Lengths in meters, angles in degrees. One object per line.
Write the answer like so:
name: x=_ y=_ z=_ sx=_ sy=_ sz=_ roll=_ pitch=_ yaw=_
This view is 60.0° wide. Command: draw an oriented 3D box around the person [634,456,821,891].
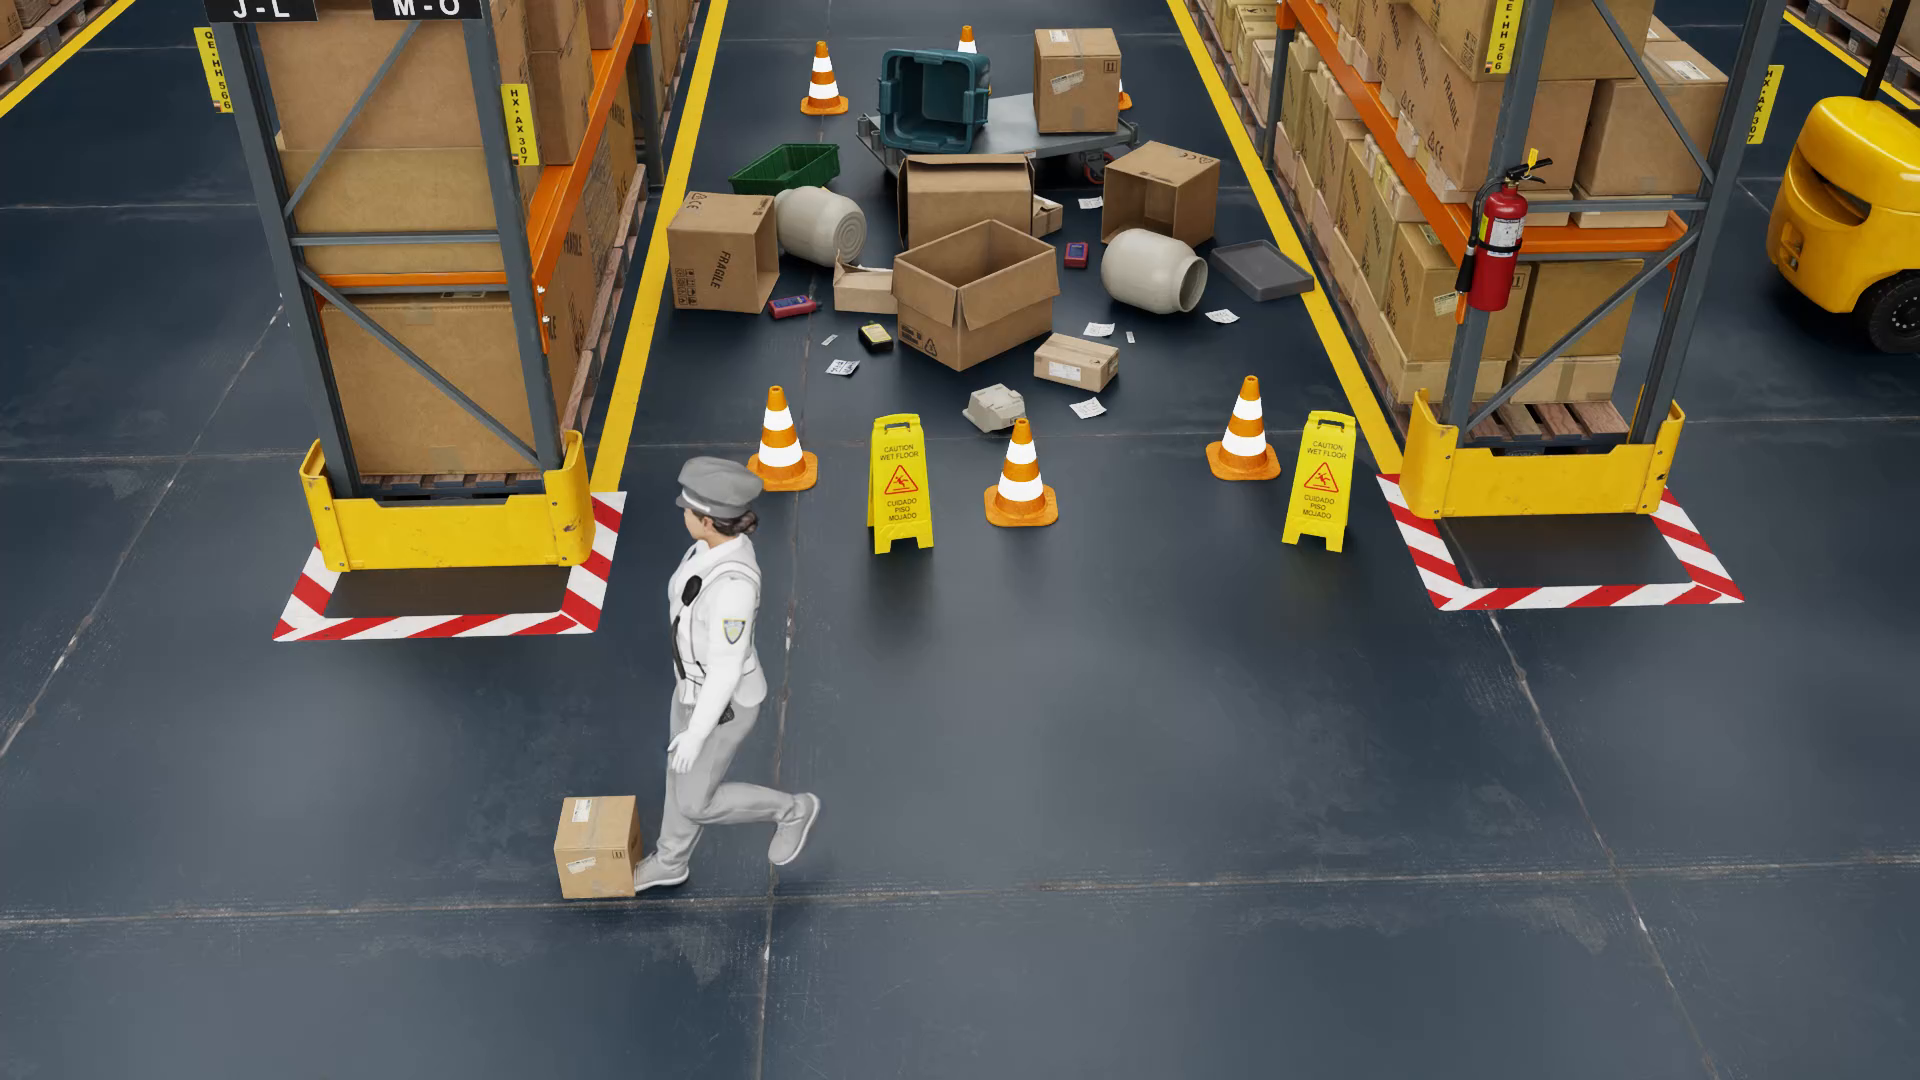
person: x=-0.867 y=0.505 z=5.435 sx=0.762 sy=1.641 sz=0.551 roll=-8 pitch=36 yaw=-11
